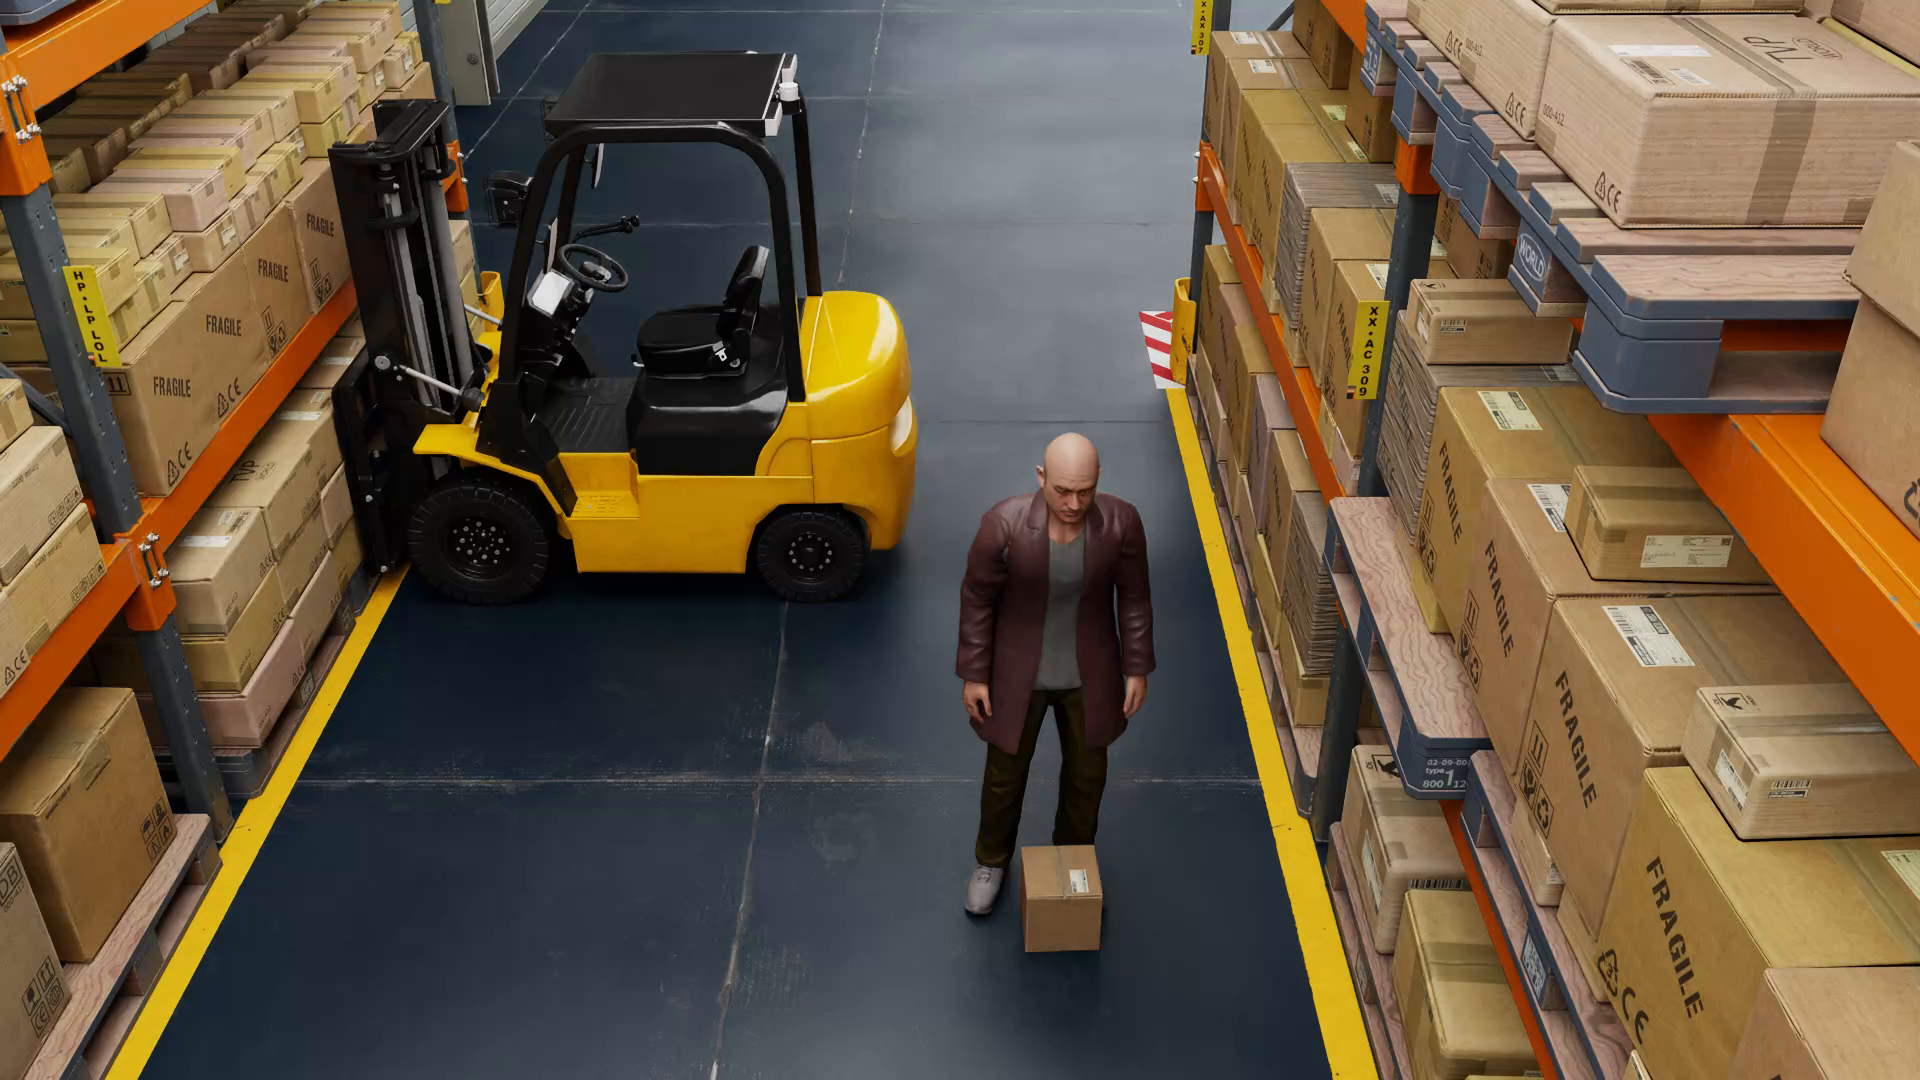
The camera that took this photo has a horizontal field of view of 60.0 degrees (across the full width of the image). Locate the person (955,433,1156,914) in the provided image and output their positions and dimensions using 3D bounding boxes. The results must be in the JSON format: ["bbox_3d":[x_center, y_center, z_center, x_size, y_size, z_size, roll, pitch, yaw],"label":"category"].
[{"bbox_3d":[0.311,0.434,5.429,0.656,1.774,0.421,-2,31,-3],"label":"person"}]
